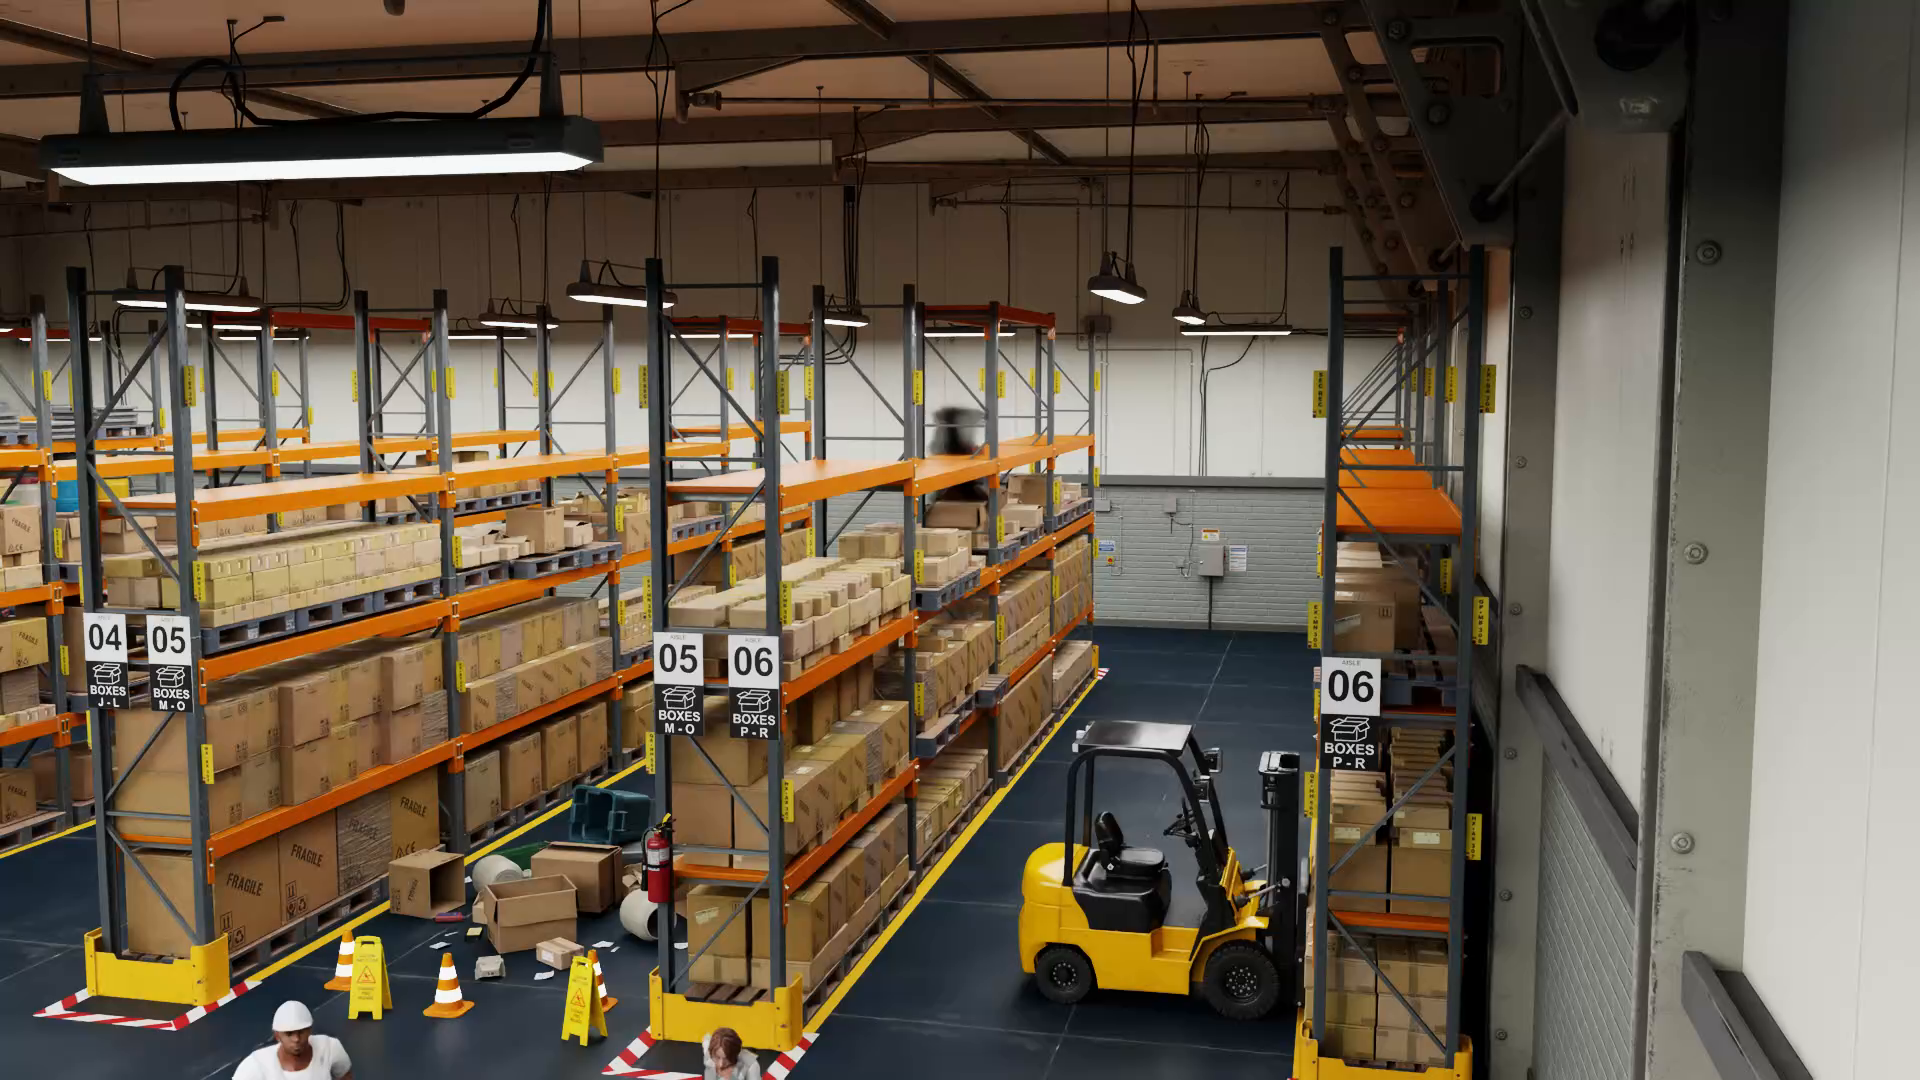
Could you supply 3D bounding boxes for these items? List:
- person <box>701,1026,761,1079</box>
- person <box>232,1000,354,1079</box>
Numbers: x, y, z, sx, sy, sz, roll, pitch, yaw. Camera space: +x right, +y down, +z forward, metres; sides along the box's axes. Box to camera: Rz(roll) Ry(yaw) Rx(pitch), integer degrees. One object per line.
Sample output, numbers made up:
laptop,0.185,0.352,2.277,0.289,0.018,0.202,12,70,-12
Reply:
person,-1.369,3.484,9.954,0.543,1.359,0.901,1,6,14
person,-3.772,3.373,9.370,0.704,1.717,0.797,-4,7,-32
